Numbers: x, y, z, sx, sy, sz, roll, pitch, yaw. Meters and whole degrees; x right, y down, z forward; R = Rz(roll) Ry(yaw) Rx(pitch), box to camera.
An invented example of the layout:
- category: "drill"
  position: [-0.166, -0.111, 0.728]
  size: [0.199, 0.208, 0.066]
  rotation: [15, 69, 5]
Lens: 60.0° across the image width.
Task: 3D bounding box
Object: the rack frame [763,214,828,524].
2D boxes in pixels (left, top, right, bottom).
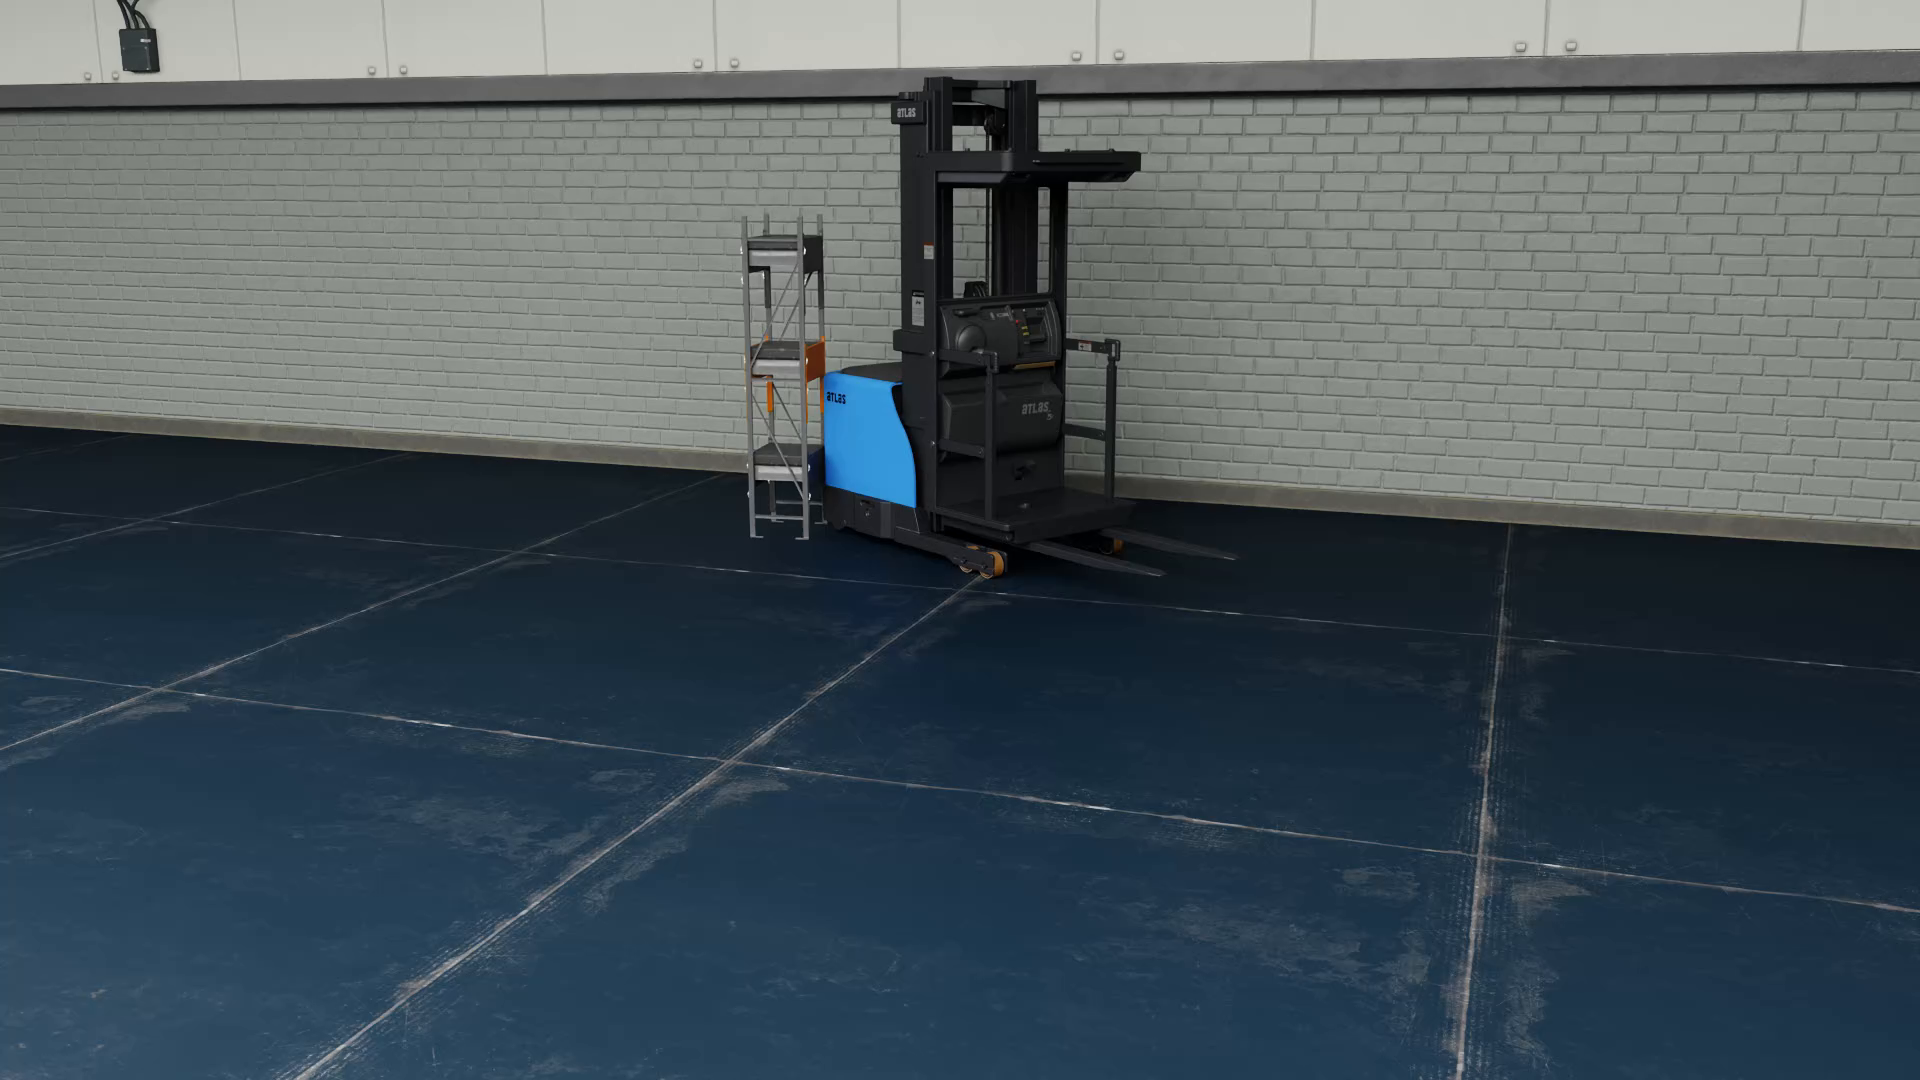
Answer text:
- category: "rack frame"
  position: [-1.109, -1.140, 11.263]
  size: [0.400, 2.100, 0.015]
  rotation: [2, 13, 10]

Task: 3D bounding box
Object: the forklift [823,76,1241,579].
- category: "forklift"
  position: [0.395, -1.322, 10.192]
  size: [1.130, 2.935, 3.031]
  rotation: [-10, 16, -38]

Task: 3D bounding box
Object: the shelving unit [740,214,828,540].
- category: "shelving unit"
  position: [-1.152, -1.086, 11.029]
  size: [0.431, 2.100, 0.503]
  rotation: [2, 13, 10]

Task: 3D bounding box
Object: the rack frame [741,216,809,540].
- category: "rack frame"
  position: [-1.195, -1.033, 10.795]
  size: [0.400, 2.100, 0.015]
  rotation: [2, 13, 10]

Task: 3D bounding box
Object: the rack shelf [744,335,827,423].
- category: "rack shelf"
  position: [-1.152, -1.073, 11.032]
  size: [0.431, 0.518, 0.480]
  rotation: [2, 13, 10]

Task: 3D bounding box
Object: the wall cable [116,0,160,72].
- category: "wall cable"
  position: [-6.144, -6.910, 13.396]
  size: [2.305, 6.003, 0.169]
  rotation: [4, 14, 18]

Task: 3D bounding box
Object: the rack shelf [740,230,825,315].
- category: "rack shelf"
  position: [-1.152, -1.755, 10.876]
  size: [0.431, 0.518, 0.480]
  rotation: [2, 13, 10]

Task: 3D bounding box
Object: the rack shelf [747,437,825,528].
- category: "rack shelf"
  position: [-1.152, -0.391, 11.188]
  size: [0.431, 0.518, 0.480]
  rotation: [2, 13, 10]
